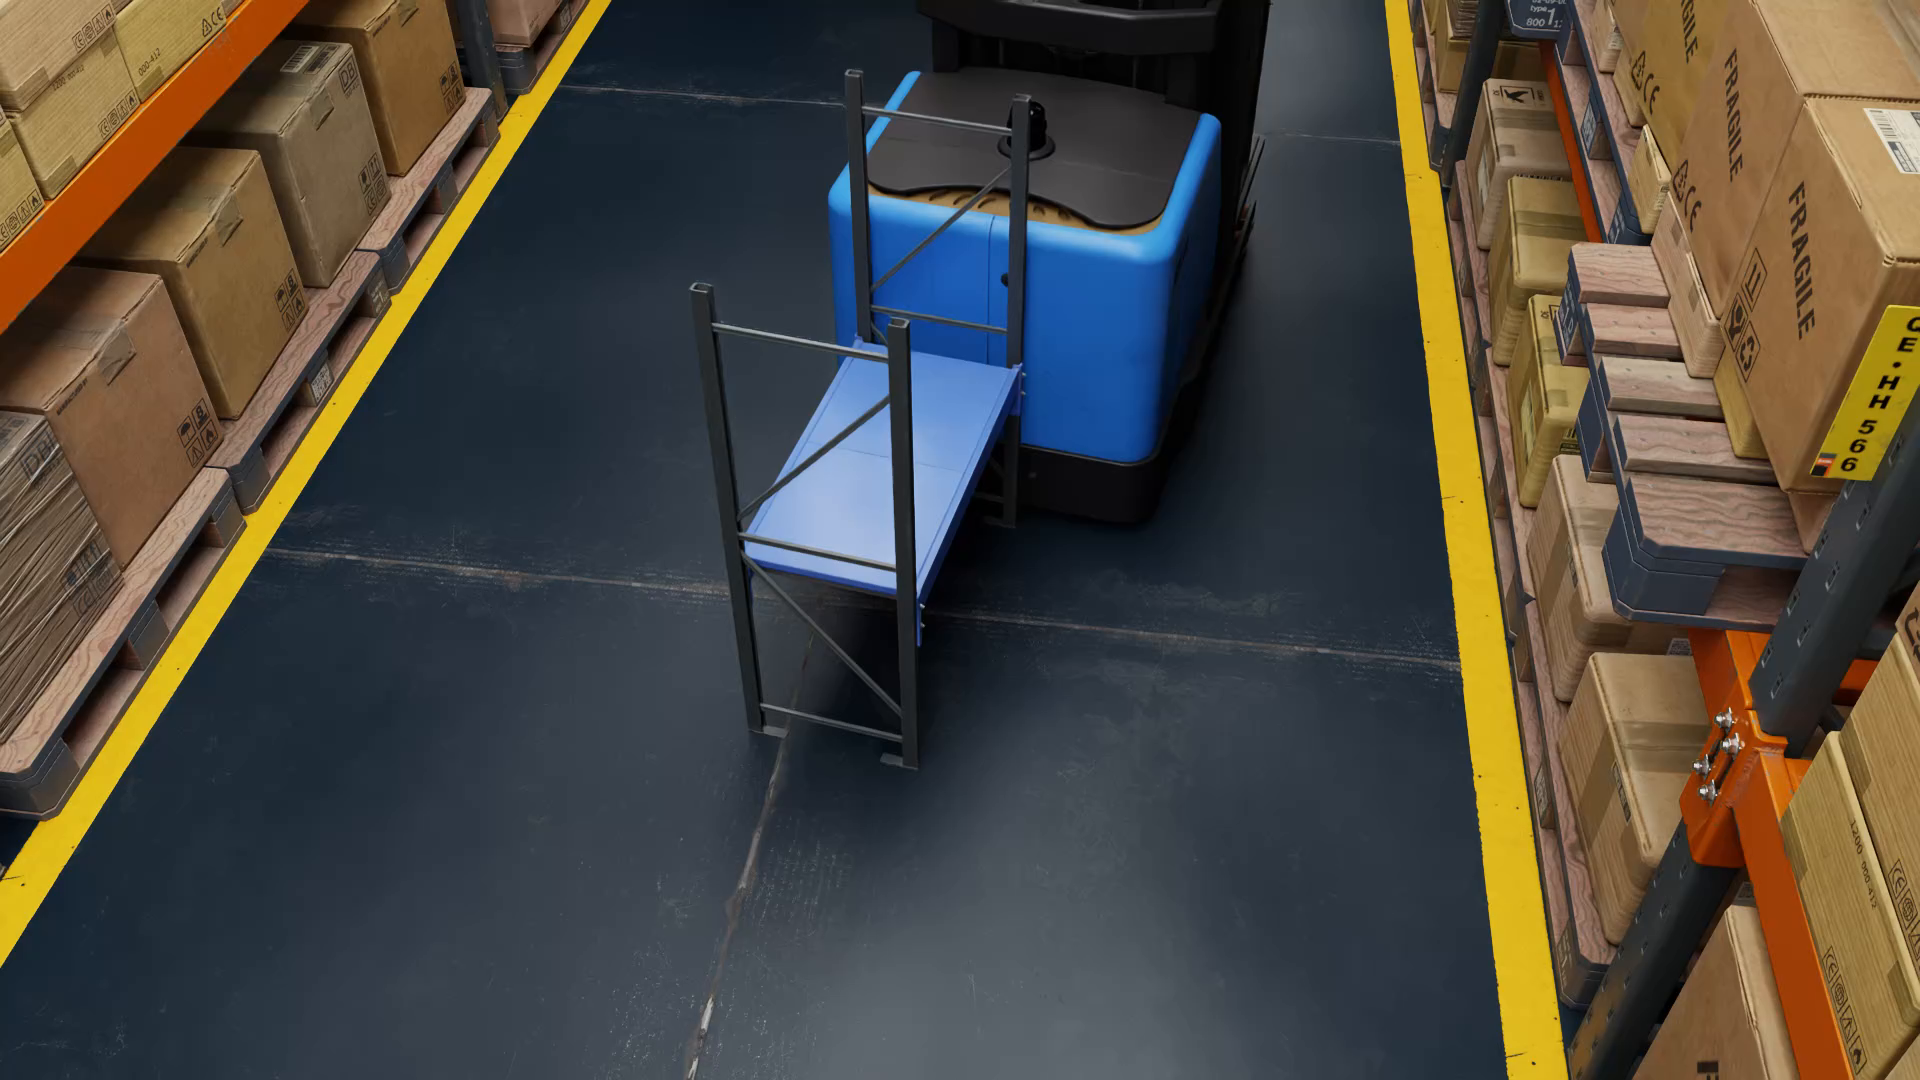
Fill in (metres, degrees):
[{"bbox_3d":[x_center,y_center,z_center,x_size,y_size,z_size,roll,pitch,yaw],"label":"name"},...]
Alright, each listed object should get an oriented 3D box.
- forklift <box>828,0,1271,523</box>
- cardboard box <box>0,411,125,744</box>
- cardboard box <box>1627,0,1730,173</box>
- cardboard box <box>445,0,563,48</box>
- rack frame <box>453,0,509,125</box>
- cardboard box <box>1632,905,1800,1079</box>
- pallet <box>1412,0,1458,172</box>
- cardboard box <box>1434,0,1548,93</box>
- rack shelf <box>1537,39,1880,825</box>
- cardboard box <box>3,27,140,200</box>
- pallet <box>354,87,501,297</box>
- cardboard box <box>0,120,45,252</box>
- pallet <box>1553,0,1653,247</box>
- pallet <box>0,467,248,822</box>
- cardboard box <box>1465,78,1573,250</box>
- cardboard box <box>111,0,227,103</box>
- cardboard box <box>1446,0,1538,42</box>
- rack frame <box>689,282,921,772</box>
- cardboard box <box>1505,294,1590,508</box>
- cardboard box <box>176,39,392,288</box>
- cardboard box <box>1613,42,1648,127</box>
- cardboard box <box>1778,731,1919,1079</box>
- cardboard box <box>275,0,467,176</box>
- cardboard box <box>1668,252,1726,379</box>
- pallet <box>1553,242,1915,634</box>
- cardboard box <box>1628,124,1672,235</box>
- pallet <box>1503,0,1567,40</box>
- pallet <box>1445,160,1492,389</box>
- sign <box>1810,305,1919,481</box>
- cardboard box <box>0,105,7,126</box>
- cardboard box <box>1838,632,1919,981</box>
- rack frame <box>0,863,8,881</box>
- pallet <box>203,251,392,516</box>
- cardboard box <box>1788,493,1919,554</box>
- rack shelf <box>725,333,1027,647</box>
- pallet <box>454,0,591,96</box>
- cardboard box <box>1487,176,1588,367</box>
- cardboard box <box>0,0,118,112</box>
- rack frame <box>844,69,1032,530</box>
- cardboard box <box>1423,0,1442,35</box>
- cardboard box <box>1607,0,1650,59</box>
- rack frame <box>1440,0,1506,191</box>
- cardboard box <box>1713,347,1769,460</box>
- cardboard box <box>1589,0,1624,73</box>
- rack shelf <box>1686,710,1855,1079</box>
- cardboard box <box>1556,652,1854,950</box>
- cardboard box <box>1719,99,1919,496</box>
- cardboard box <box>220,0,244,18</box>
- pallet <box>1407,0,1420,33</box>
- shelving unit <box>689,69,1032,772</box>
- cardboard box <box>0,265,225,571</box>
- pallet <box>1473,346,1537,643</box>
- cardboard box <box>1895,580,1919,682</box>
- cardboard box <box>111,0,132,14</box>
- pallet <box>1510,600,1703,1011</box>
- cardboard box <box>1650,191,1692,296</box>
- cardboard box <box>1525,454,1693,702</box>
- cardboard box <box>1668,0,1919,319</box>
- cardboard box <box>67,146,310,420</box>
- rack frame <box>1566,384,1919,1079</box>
[{"bbox_3d":[0.514,-2.147,5.385,1.130,2.935,3.031,12,45,12],"label":"forklift"},{"bbox_3d":[-2.893,0.056,4.431,0.875,0.625,0.625,7,44,7],"label":"cardboard box"},{"bbox_3d":[1.839,-1.111,3.647,0.500,0.500,0.500,3,43,3],"label":"cardboard box"},{"bbox_3d":[-2.068,-2.410,7.308,0.500,0.250,0.500,6,44,6],"label":"cardboard box"},{"bbox_3d":[-2.460,-2.956,6.191,1.000,3.000,0.127,5,44,6],"label":"rack frame"},{"bbox_3d":[1.758,1.301,2.935,0.875,0.875,0.875,5,44,5],"label":"cardboard box"},{"bbox_3d":[2.514,-1.956,7.162,1.003,0.211,1.213,5,44,6],"label":"pallet"},{"bbox_3d":[2.272,-2.089,6.969,0.500,0.250,0.500,7,44,7],"label":"cardboard box"},{"bbox_3d":[2.196,-0.883,4.525,1.077,0.370,4.000,5,44,6],"label":"rack shelf"},{"bbox_3d":[-2.556,-1.150,4.392,0.500,0.250,0.500,4,44,4],"label":"cardboard box"},{"bbox_3d":[-2.519,-1.438,6.615,1.003,0.211,1.213,5,44,6],"label":"pallet"},{"bbox_3d":[-2.617,-0.798,4.021,0.500,0.250,0.500,4,44,5],"label":"cardboard box"},{"bbox_3d":[2.153,-1.065,4.332,1.003,0.211,1.213,5,44,6],"label":"pallet"},{"bbox_3d":[-2.842,0.225,4.859,1.003,0.211,1.213,5,44,6],"label":"pallet"},{"bbox_3d":[2.393,-1.348,6.098,0.950,0.372,0.625,6,44,6],"label":"cardboard box"},{"bbox_3d":[-2.485,-1.503,4.765,0.500,0.250,0.500,7,44,7],"label":"cardboard box"},{"bbox_3d":[2.272,-2.362,6.712,0.500,0.500,0.500,5,44,5],"label":"cardboard box"},{"bbox_3d":[-0.351,0.034,4.123,0.500,1.500,0.032,12,45,12],"label":"rack frame"},{"bbox_3d":[2.211,-0.384,5.080,0.950,0.372,0.625,7,44,7],"label":"cardboard box"},{"bbox_3d":[-2.628,-1.362,5.928,0.875,0.625,0.625,5,44,5],"label":"cardboard box"},{"bbox_3d":[1.868,-1.151,4.161,0.380,0.149,0.250,4,44,4],"label":"cardboard box"},{"bbox_3d":[1.617,0.583,2.561,0.500,0.250,0.500,5,44,5],"label":"cardboard box"},{"bbox_3d":[-2.518,-1.890,6.486,0.875,0.625,0.625,7,44,7],"label":"cardboard box"},{"bbox_3d":[1.694,-0.453,3.424,0.380,0.149,0.250,5,44,5],"label":"cardboard box"},{"bbox_3d":[1.920,-0.207,3.427,1.213,0.211,1.003,5,44,6],"label":"pallet"},{"bbox_3d":[1.758,-0.812,3.804,0.380,0.149,0.250,6,44,6],"label":"cardboard box"},{"bbox_3d":[2.215,-1.930,5.247,1.003,0.211,1.213,5,44,6],"label":"pallet"},{"bbox_3d":[2.359,-0.964,6.115,1.003,0.211,1.213,5,44,6],"label":"pallet"},{"bbox_3d":[1.392,-0.216,2.512,0.100,0.325,0.005,5,44,6],"label":"sign"},{"bbox_3d":[-2.621,-0.979,3.847,0.500,0.250,0.500,7,44,7],"label":"cardboard box"},{"bbox_3d":[1.620,0.414,2.376,0.500,0.250,0.500,5,44,5],"label":"cardboard box"},{"bbox_3d":[-2.989,-0.230,3.312,1.000,3.000,0.127,5,44,6],"label":"rack frame"},{"bbox_3d":[-2.678,-0.604,5.735,1.003,0.211,1.213,5,44,6],"label":"pallet"},{"bbox_3d":[1.741,-0.088,3.038,0.380,0.149,0.250,7,44,7],"label":"cardboard box"},{"bbox_3d":[-0.205,-0.170,4.601,0.538,0.185,1.000,12,45,12],"label":"rack shelf"},{"bbox_3d":[-2.314,-2.482,7.718,1.003,0.211,1.213,5,44,6],"label":"pallet"},{"bbox_3d":[2.302,-0.858,5.580,0.950,0.372,0.625,8,44,8],"label":"cardboard box"},{"bbox_3d":[-2.534,-1.334,4.222,0.500,0.250,0.500,4,44,4],"label":"cardboard box"},{"bbox_3d":[-0.060,-0.636,4.831,0.500,1.500,0.032,12,45,12],"label":"rack frame"},{"bbox_3d":[2.332,-2.453,7.353,0.500,0.250,0.500,4,44,4],"label":"cardboard box"},{"bbox_3d":[1.912,-1.483,4.040,0.500,0.500,0.500,4,44,4],"label":"cardboard box"},{"bbox_3d":[2.460,-2.508,5.717,1.000,3.000,0.127,5,44,6],"label":"rack frame"},{"bbox_3d":[1.705,-0.277,3.238,0.380,0.149,0.250,6,44,6],"label":"cardboard box"},{"bbox_3d":[1.874,-1.335,4.356,0.380,0.149,0.250,7,44,7],"label":"cardboard box"},{"bbox_3d":[1.667,1.843,1.646,1.077,0.370,4.000,5,44,6],"label":"rack shelf"},{"bbox_3d":[2.016,0.636,4.003,0.950,0.372,0.625,3,43,3],"label":"cardboard box"},{"bbox_3d":[1.716,-0.414,2.911,0.500,0.500,0.500,4,44,4],"label":"cardboard box"},{"bbox_3d":[-2.425,-1.856,5.137,0.500,0.250,0.500,5,44,6],"label":"cardboard box"},{"bbox_3d":[2.673,-2.790,8.043,1.003,0.211,1.213,5,44,6],"label":"pallet"},{"bbox_3d":[-0.205,-0.301,4.477,0.538,1.500,1.048,12,45,12],"label":"shelving unit"},{"bbox_3d":[-2.815,-0.390,4.902,0.875,0.625,0.625,7,44,7],"label":"cardboard box"},{"bbox_3d":[2.200,-0.131,5.234,1.003,0.211,1.213,5,44,6],"label":"pallet"},{"bbox_3d":[1.624,0.133,2.128,0.500,0.500,0.500,4,44,4],"label":"cardboard box"},{"bbox_3d":[-2.491,-1.684,4.593,0.500,0.250,0.500,6,44,6],"label":"cardboard box"},{"bbox_3d":[2.036,0.698,4.359,1.003,0.211,1.213,5,44,6],"label":"pallet"},{"bbox_3d":[1.735,-0.624,3.604,0.380,0.149,0.250,3,44,4],"label":"cardboard box"},{"bbox_3d":[2.106,0.132,4.534,0.950,0.372,0.625,4,44,5],"label":"cardboard box"},{"bbox_3d":[1.773,-0.767,3.284,0.500,0.500,0.500,5,44,5],"label":"cardboard box"},{"bbox_3d":[-2.726,-0.849,5.387,0.875,0.625,0.625,4,44,4],"label":"cardboard box"},{"bbox_3d":[1.931,0.218,2.838,1.000,3.000,0.127,5,44,6],"label":"rack frame"}]
